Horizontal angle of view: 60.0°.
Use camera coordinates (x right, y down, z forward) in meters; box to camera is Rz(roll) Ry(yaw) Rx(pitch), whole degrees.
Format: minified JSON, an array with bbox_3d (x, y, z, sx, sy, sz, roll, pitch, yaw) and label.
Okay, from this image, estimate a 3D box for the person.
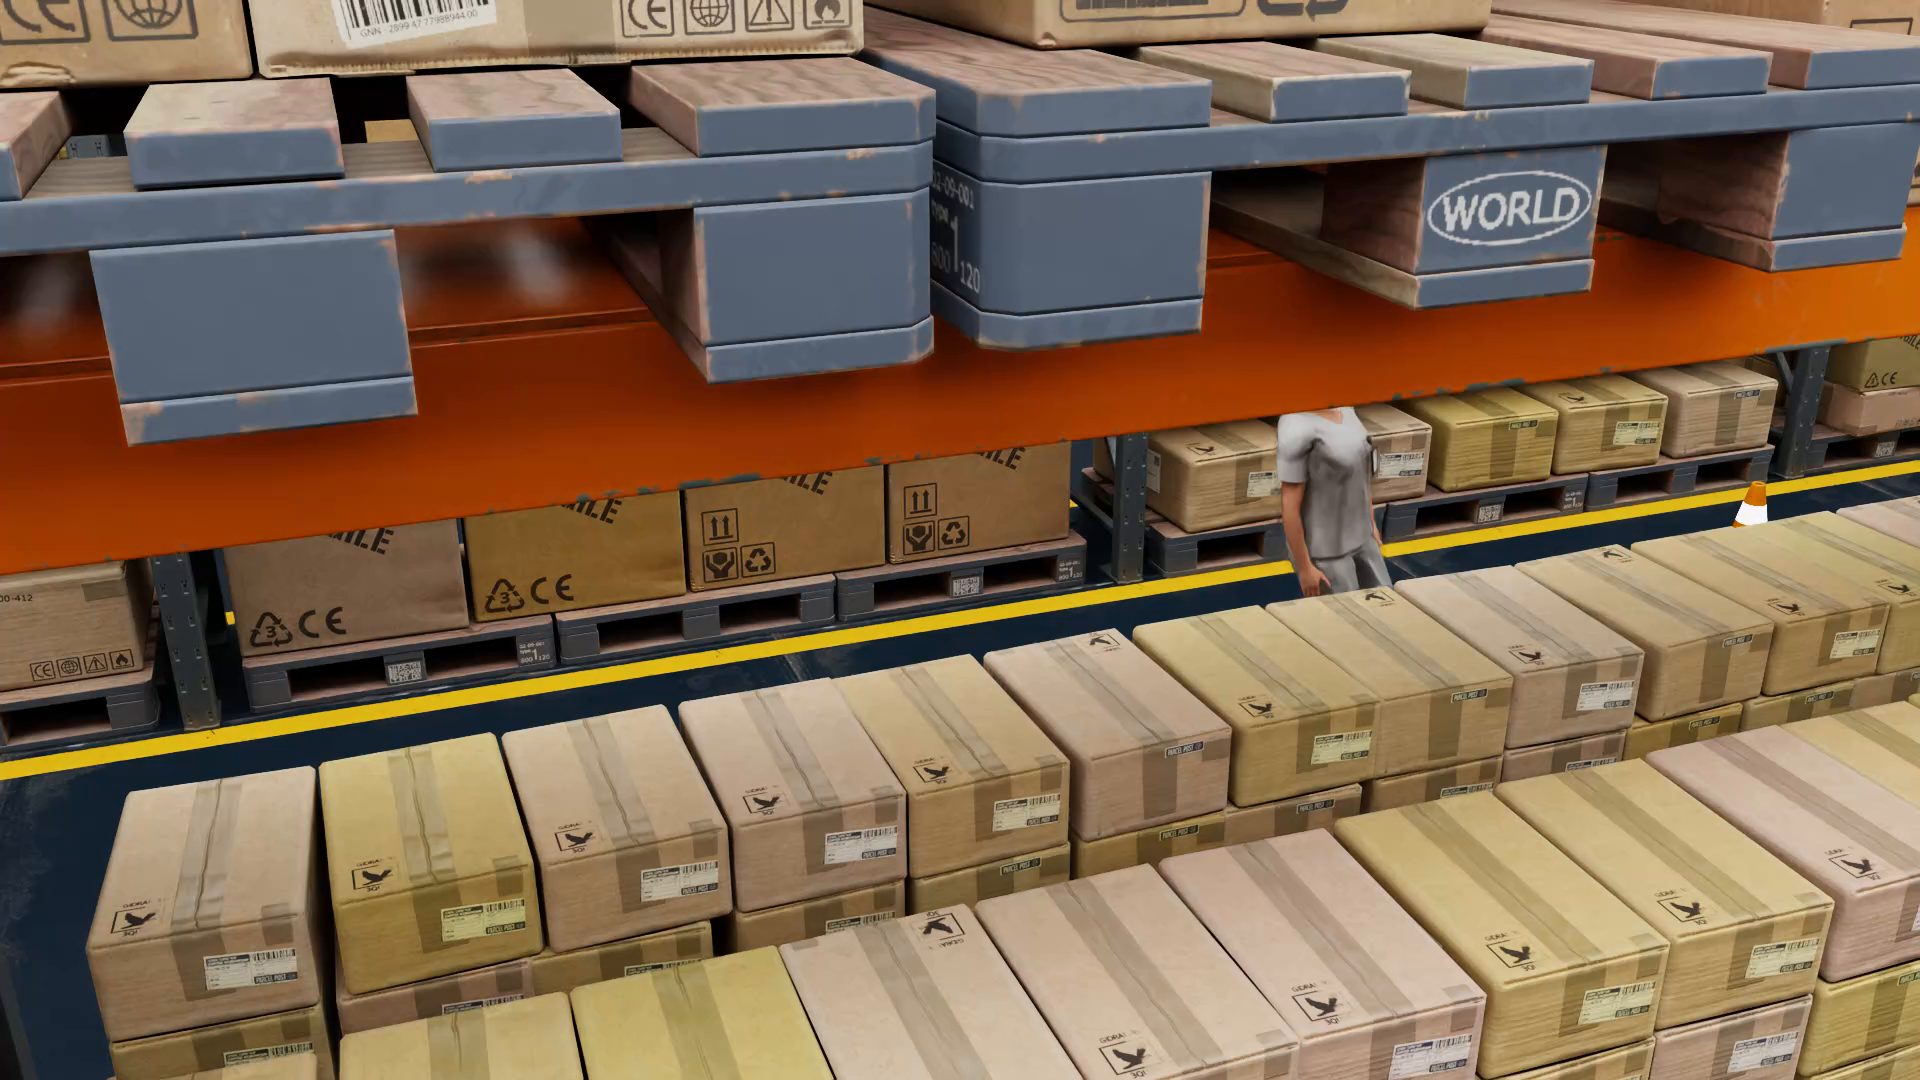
[{"bbox_3d":[1.403,0.041,5.994,0.728,1.645,0.517,18,29,37],"label":"person"}]
